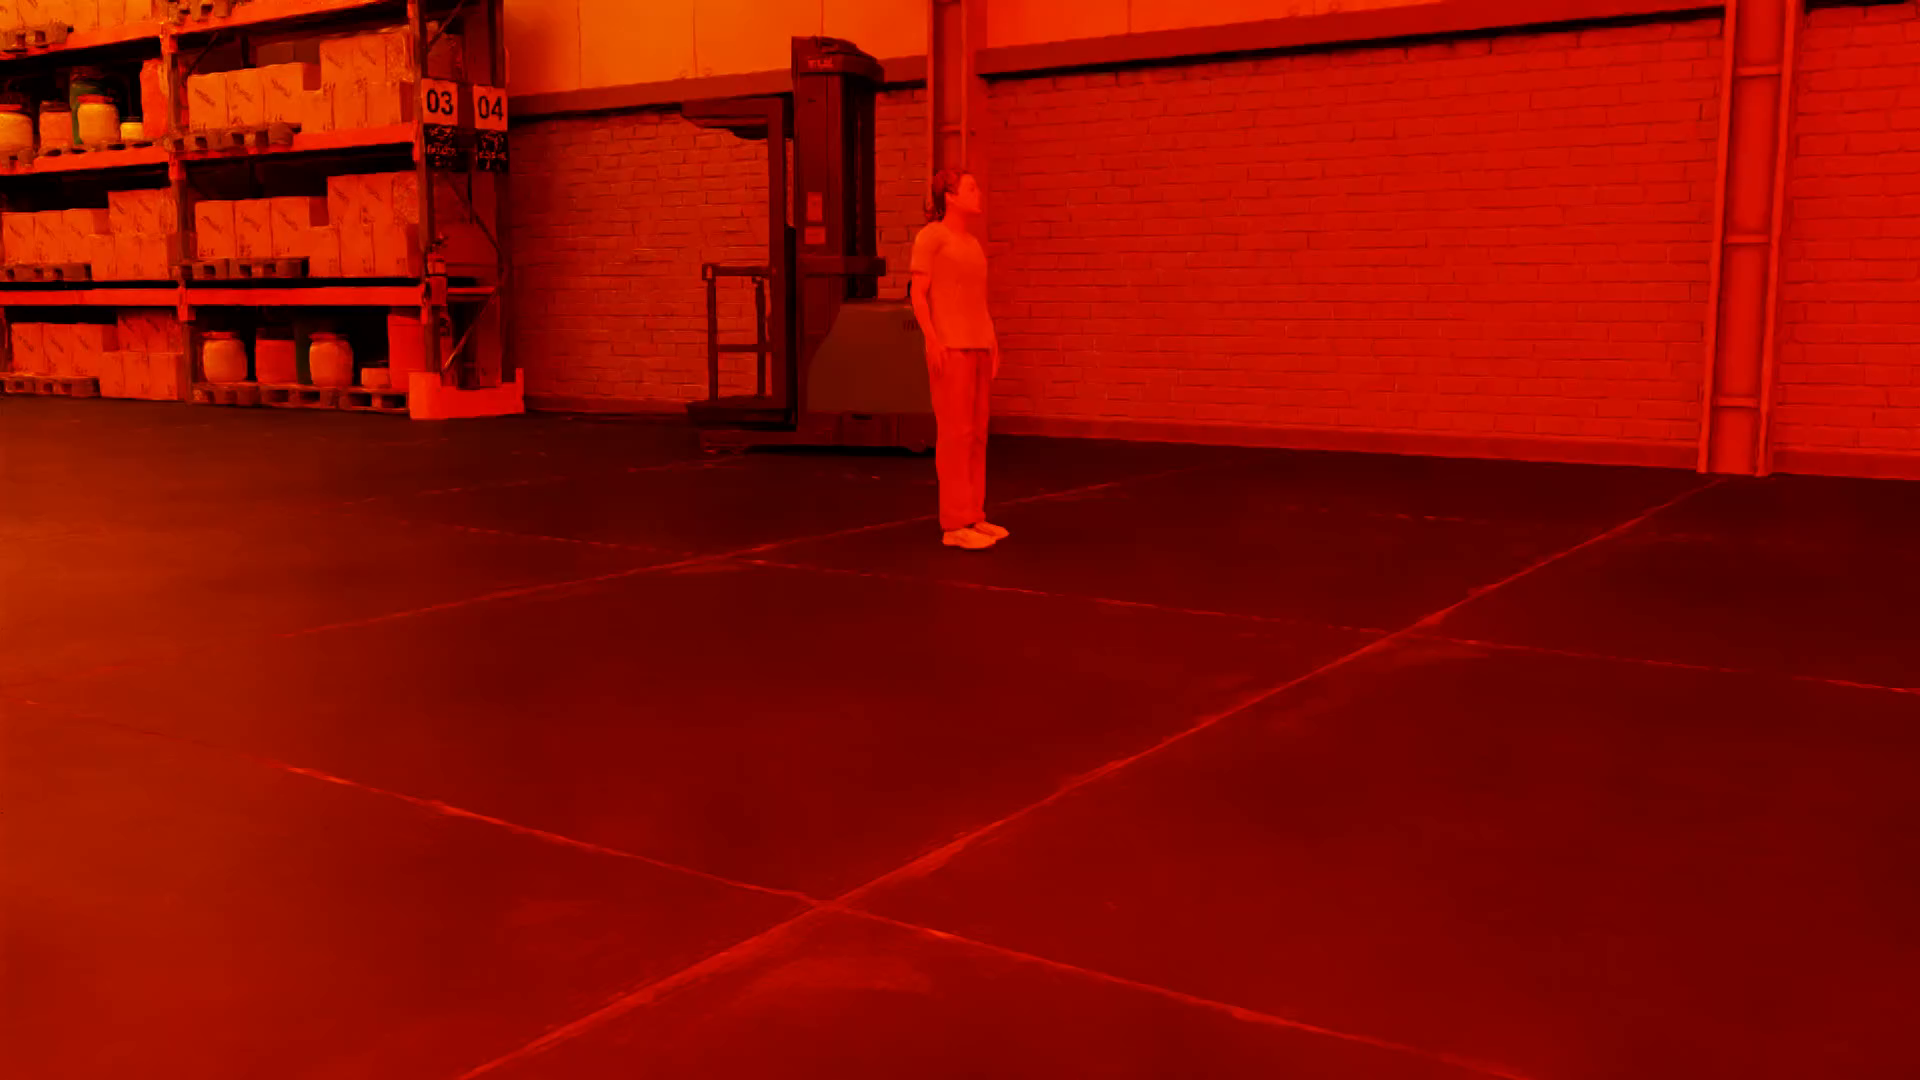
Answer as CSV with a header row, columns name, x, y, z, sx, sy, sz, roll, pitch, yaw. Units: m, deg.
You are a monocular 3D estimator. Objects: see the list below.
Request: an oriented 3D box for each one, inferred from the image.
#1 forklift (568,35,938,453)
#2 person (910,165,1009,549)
name,x,y,z,sx,sy,sz,roll,pitch,yaw
forklift,-1.413,-2.153,12.332,3.031,2.935,1.130,2,8,14
person,0.055,-0.824,7.436,0.548,1.663,0.554,5,10,34
